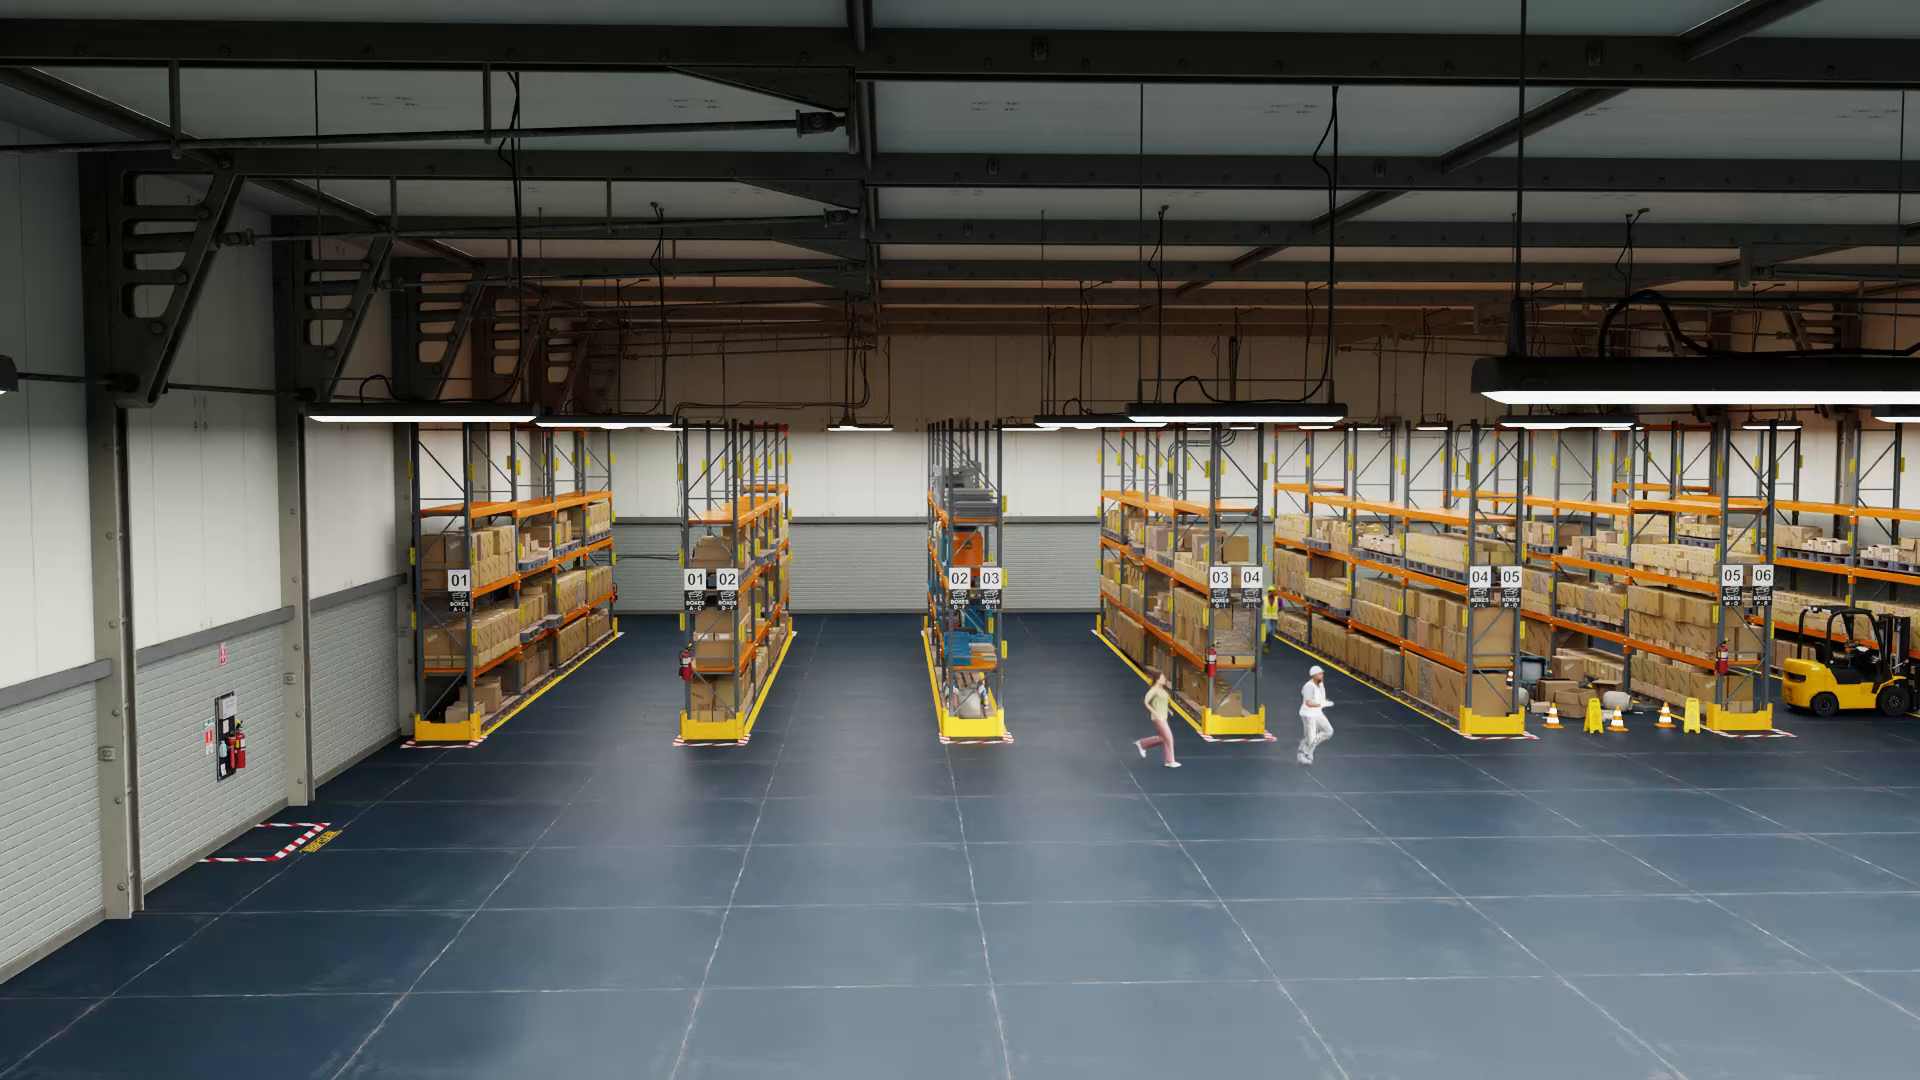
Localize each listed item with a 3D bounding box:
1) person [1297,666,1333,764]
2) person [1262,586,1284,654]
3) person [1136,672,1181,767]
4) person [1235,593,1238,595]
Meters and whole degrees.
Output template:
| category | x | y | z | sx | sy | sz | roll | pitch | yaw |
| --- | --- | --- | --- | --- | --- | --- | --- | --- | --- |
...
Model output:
| category | x | y | z | sx | sy | sz | roll | pitch | yaw |
| --- | --- | --- | --- | --- | --- | --- | --- | --- | --- |
| person | 6.118 | 3.010 | 28.581 | 0.728 | 1.721 | 0.726 | 3 | 5 | 39 |
| person | 8.080 | 2.082 | 43.300 | 0.679 | 1.775 | 0.762 | 0 | 4 | -7 |
| person | 3.405 | 3.077 | 28.613 | 0.845 | 1.636 | 0.615 | 2 | 4 | 26 |
| person | 7.837 | 1.815 | 47.951 | 0.669 | 1.635 | 0.913 | 2 | 4 | 31 |
